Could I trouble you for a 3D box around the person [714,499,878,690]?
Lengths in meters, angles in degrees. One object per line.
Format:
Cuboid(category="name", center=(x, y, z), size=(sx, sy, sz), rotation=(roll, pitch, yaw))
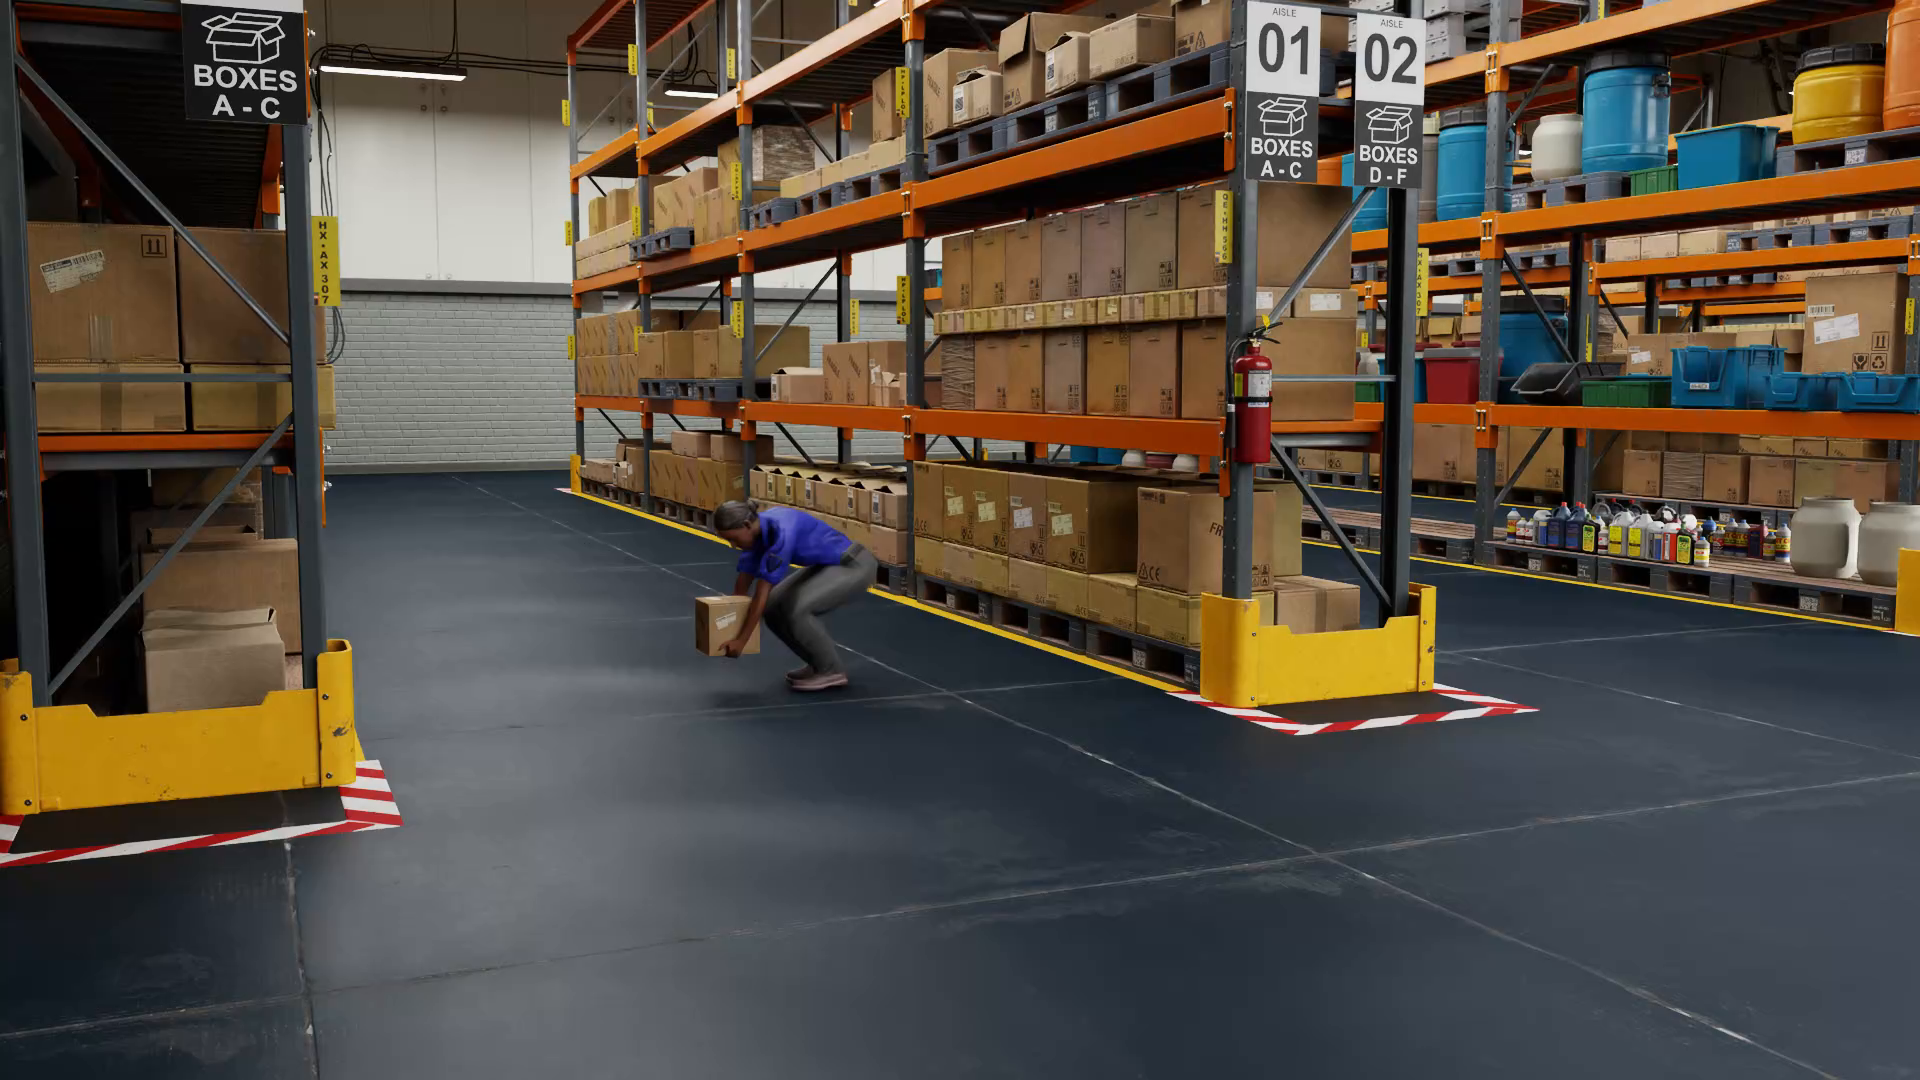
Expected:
Cuboid(category="person", center=(-0.817, 0.259, 8.129), size=(0.856, 0.941, 0.454), rotation=(-3, 6, -26))
